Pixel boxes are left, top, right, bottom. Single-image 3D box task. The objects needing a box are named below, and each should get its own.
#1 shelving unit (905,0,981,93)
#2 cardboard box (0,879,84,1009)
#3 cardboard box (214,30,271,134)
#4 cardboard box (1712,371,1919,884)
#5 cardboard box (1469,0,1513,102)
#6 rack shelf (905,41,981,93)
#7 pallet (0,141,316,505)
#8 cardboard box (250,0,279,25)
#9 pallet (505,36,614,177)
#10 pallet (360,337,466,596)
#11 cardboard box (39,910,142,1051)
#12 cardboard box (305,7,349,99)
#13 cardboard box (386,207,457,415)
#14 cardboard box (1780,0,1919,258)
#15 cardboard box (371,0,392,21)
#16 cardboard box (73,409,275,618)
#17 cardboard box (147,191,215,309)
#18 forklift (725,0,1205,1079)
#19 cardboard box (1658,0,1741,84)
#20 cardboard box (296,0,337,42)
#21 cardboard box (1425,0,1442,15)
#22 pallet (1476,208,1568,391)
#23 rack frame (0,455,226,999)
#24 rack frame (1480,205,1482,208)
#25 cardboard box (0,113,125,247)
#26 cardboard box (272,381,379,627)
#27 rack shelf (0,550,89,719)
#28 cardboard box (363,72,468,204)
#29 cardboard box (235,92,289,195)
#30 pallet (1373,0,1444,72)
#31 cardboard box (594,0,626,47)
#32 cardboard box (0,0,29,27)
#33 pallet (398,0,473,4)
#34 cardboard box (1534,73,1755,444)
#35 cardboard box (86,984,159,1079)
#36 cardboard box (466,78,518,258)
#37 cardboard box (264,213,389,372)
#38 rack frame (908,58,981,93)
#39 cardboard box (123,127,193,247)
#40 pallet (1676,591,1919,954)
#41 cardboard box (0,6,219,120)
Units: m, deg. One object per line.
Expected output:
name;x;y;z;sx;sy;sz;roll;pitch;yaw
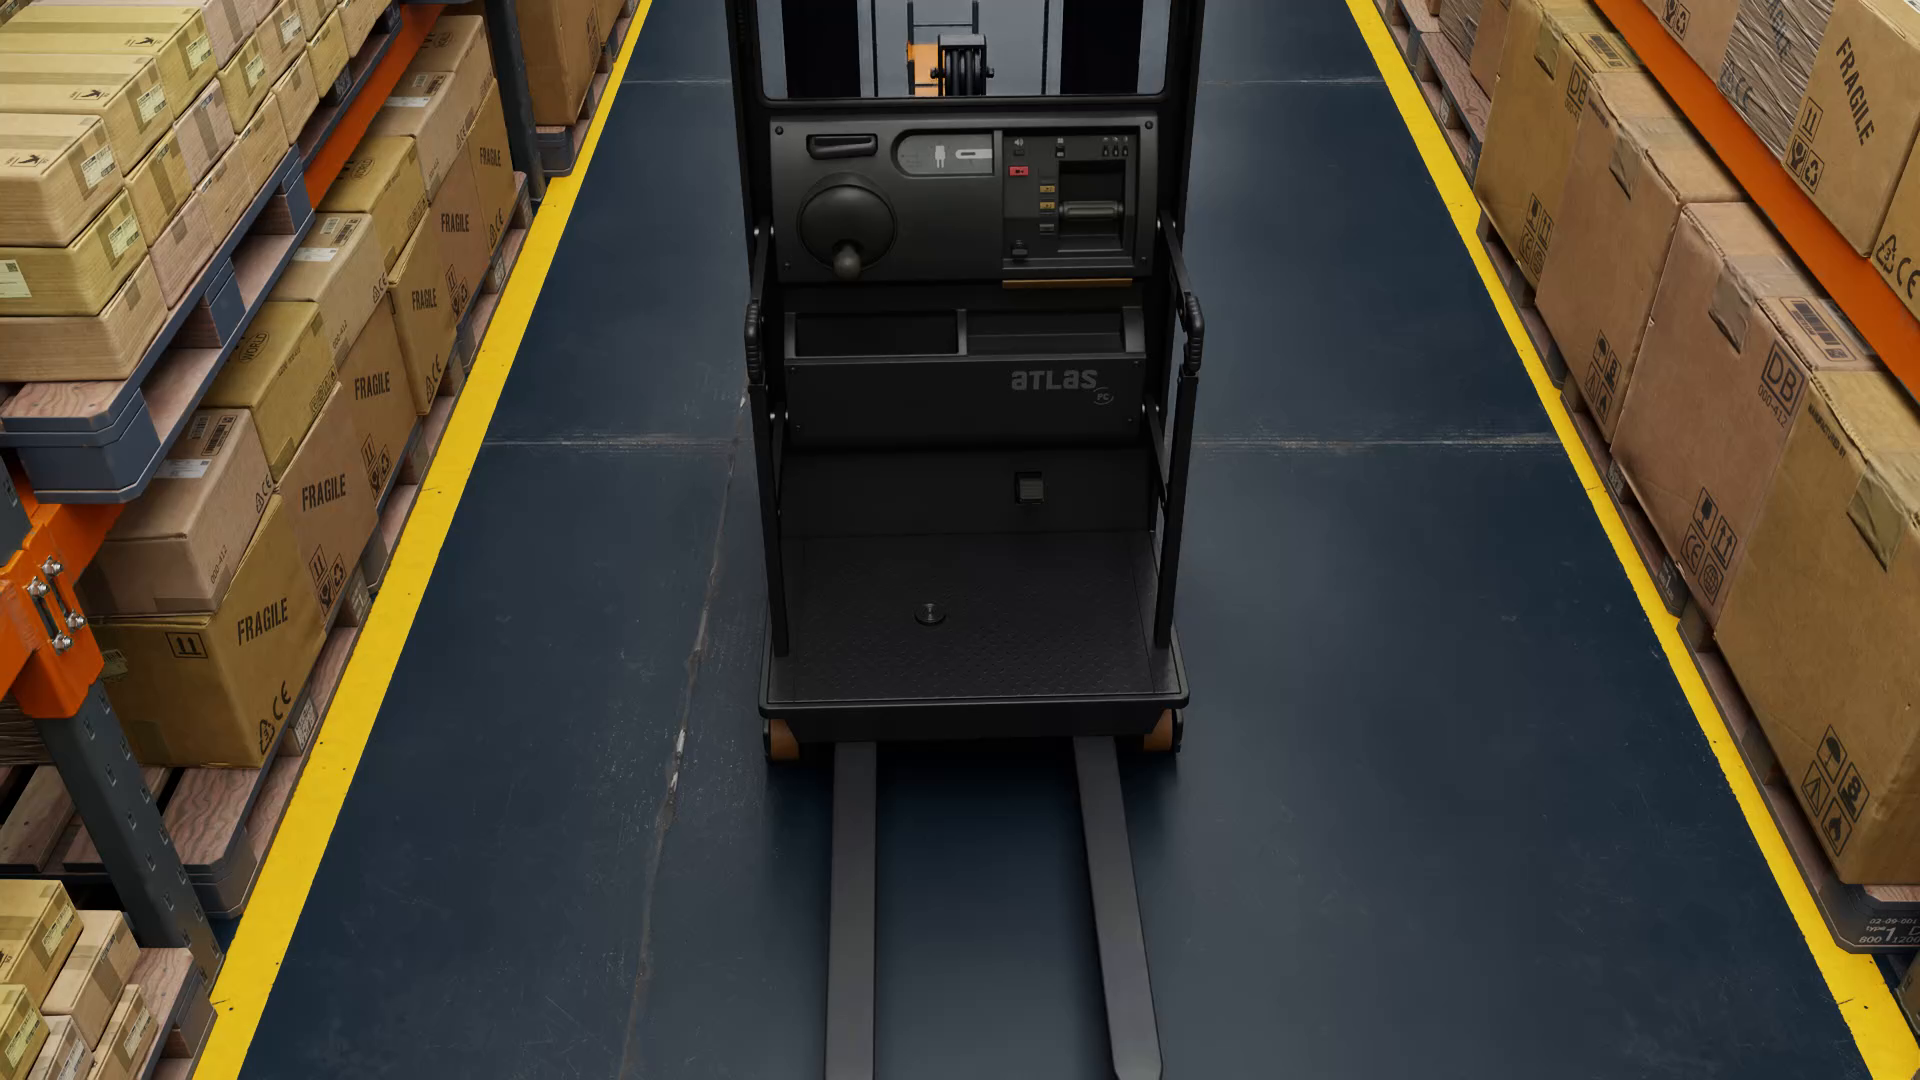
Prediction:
shelving unit;-0.050;-1.191;5.777;0.258;1.200;0.503;-1;39;-1
cardboard box;-2.002;0.814;3.304;0.380;0.149;0.250;1;39;1
cardboard box;-1.807;-1.039;3.776;0.380;0.149;0.250;-2;39;-2
cardboard box;2.677;0.200;3.965;1.225;0.875;0.875;0;39;0
cardboard box;2.672;-2.182;7.221;0.700;0.500;0.500;-2;39;-2
rack shelf;-0.050;-1.498;5.531;0.258;0.148;0.480;-1;39;-1
pallet;-2.118;-0.528;3.663;1.003;0.211;1.213;0;39;0
cardboard box;-1.806;-1.320;3.888;0.380;0.149;0.250;0;39;0
pallet;-2.193;-2.031;7.616;1.003;0.211;1.213;0;39;0
pallet;-2.269;-0.288;5.441;1.003;0.211;1.213;0;39;0
cardboard box;-1.944;0.905;3.429;0.380;0.149;0.250;1;39;1
cardboard box;-1.810;-1.254;4.281;0.380;0.149;0.250;-1;39;-1
cardboard box;-1.991;-0.748;5.448;0.500;0.500;0.500;-2;39;-2
cardboard box;2.423;-1.033;4.060;0.500;0.500;0.500;0;39;-1
cardboard box;-1.811;-1.582;4.690;0.380;0.149;0.250;1;39;1
cardboard box;-1.999;-0.068;4.000;0.500;0.250;0.500;-2;39;-2
cardboard box;-1.809;-0.611;3.478;0.380;0.149;0.250;1;39;1
forklift;0.021;-0.752;3.845;1.130;2.935;3.031;-1;39;-2
cardboard box;2.428;-1.658;4.841;0.500;0.500;0.500;-1;39;-1
cardboard box;-1.810;-1.374;4.193;0.380;0.149;0.250;-1;39;-1
cardboard box;2.651;-2.883;8.096;0.700;0.500;0.500;3;39;4
pallet;2.618;-0.985;6.311;1.003;0.211;1.213;0;39;0
rack frame;-2.263;-0.125;3.007;1.000;3.000;0.127;0;39;0
rack frame;2.693;-2.566;6.054;1.000;3.000;0.127;0;39;0
cardboard box;-1.803;-0.669;3.076;0.380;0.149;0.250;2;39;2
cardboard box;-2.001;-0.106;4.647;0.500;0.500;0.500;2;39;2
rack shelf;-2.260;1.407;1.671;1.077;0.370;4.000;0;39;0
cardboard box;-1.993;-1.364;5.617;0.500;0.250;0.500;0;39;1
cardboard box;-1.805;-0.924;3.869;0.380;0.149;0.250;0;39;0
pallet;2.695;-2.728;8.485;1.003;0.211;1.213;0;39;0
cardboard box;-2.182;-2.840;7.858;1.050;0.750;0.750;1;39;1
cardboard box;-2.463;-1.209;3.987;0.380;0.149;0.250;-2;39;-2
pallet;-2.160;-2.106;5.632;1.213;0.211;1.003;0;39;0
cardboard box;2.666;-0.912;5.353;1.225;0.875;0.875;0;39;0
cardboard box;-1.922;1.069;3.461;0.380;0.149;0.250;0;39;1
cardboard box;-2.005;-1.403;6.265;0.500;0.500;0.500;0;39;0
cardboard box;-1.999;-0.720;4.813;0.500;0.250;0.500;1;39;2
rack frame;-0.043;-1.039;5.586;0.240;1.200;0.015;-1;39;-1
cardboard box;-1.805;-0.715;3.371;0.380;0.149;0.250;-1;39;-1
pallet;2.621;0.541;4.407;1.003;0.211;1.213;0;39;0
cardboard box;-1.807;-1.004;3.494;0.380;0.149;0.250;0;39;0
